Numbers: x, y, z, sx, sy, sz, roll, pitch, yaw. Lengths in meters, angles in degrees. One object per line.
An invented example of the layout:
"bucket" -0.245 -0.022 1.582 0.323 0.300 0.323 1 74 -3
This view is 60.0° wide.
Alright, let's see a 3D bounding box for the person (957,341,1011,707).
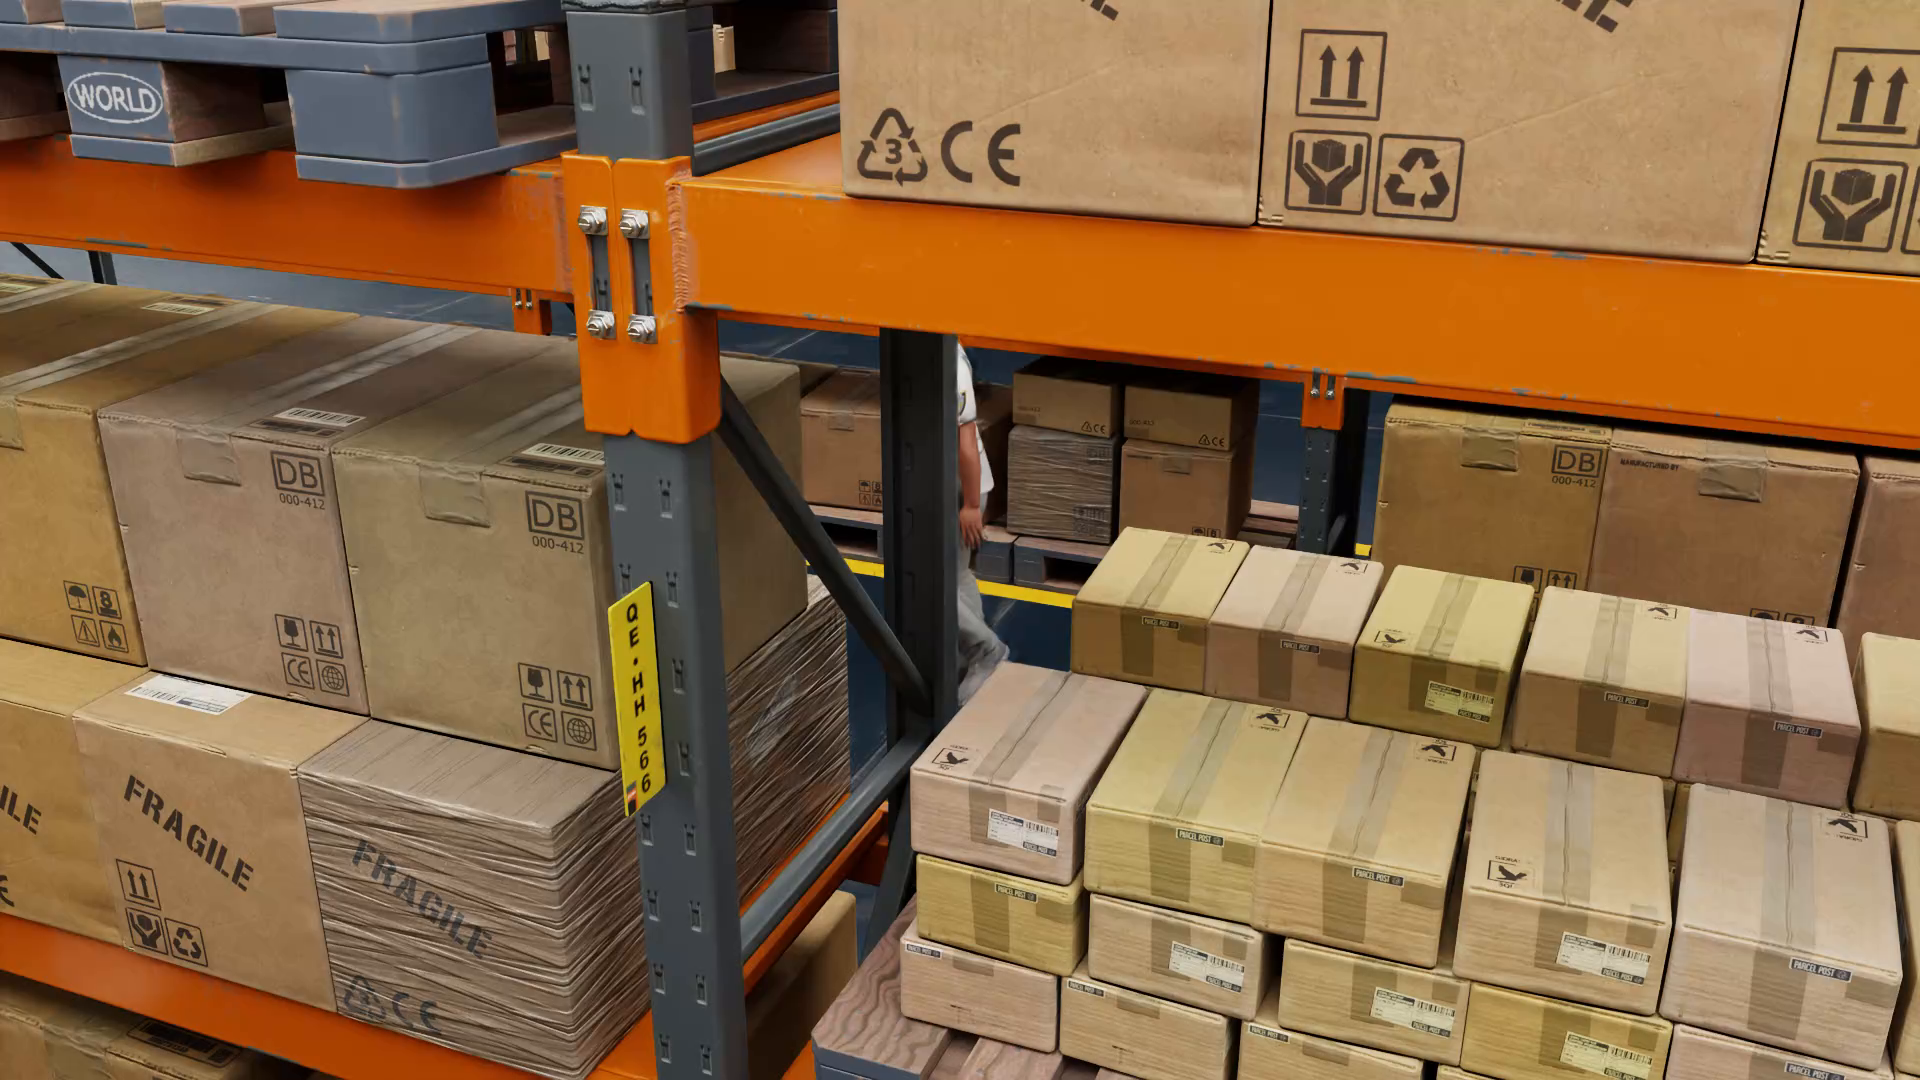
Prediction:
"person" -0.055 -0.198 6.525 0.488 1.746 0.588 -3 22 -8
